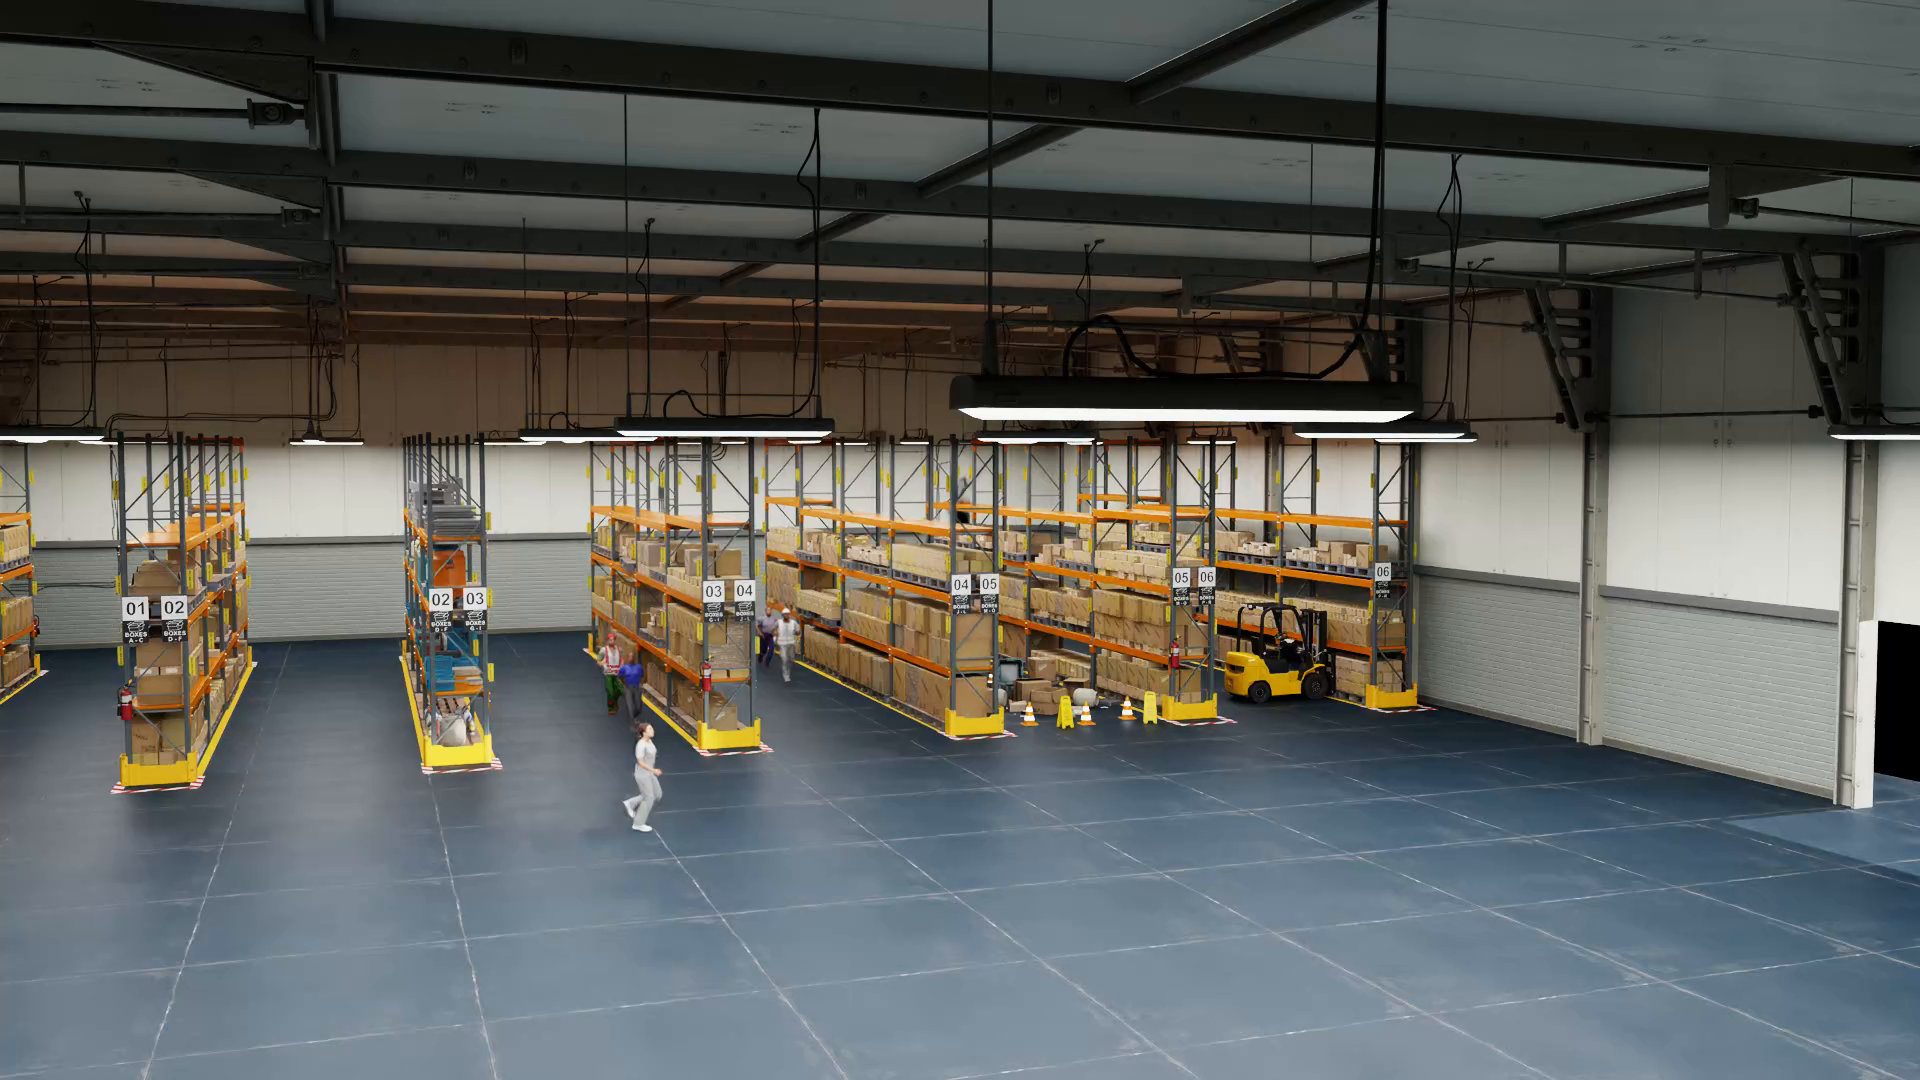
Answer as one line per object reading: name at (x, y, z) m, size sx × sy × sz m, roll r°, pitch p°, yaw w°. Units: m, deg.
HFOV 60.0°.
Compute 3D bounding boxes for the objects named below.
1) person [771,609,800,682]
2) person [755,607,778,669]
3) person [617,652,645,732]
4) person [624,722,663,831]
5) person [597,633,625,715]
person at (-4.261, 2.561, 40.762) m, size 0.681 × 1.763 × 0.986 m, roll -1°, pitch 3°, yaw -18°
person at (-5.029, 2.540, 43.335) m, size 0.625 × 1.603 × 0.592 m, roll -2°, pitch 4°, yaw -27°
person at (-6.636, 3.055, 33.607) m, size 0.573 × 1.604 × 0.563 m, roll -1°, pitch 3°, yaw -20°
person at (-4.731, 3.533, 24.920) m, size 0.632 × 1.632 × 0.584 m, roll 0°, pitch 3°, yaw 6°
person at (-7.422, 2.873, 35.581) m, size 0.648 × 1.740 × 0.598 m, roll -2°, pitch 4°, yaw -28°
